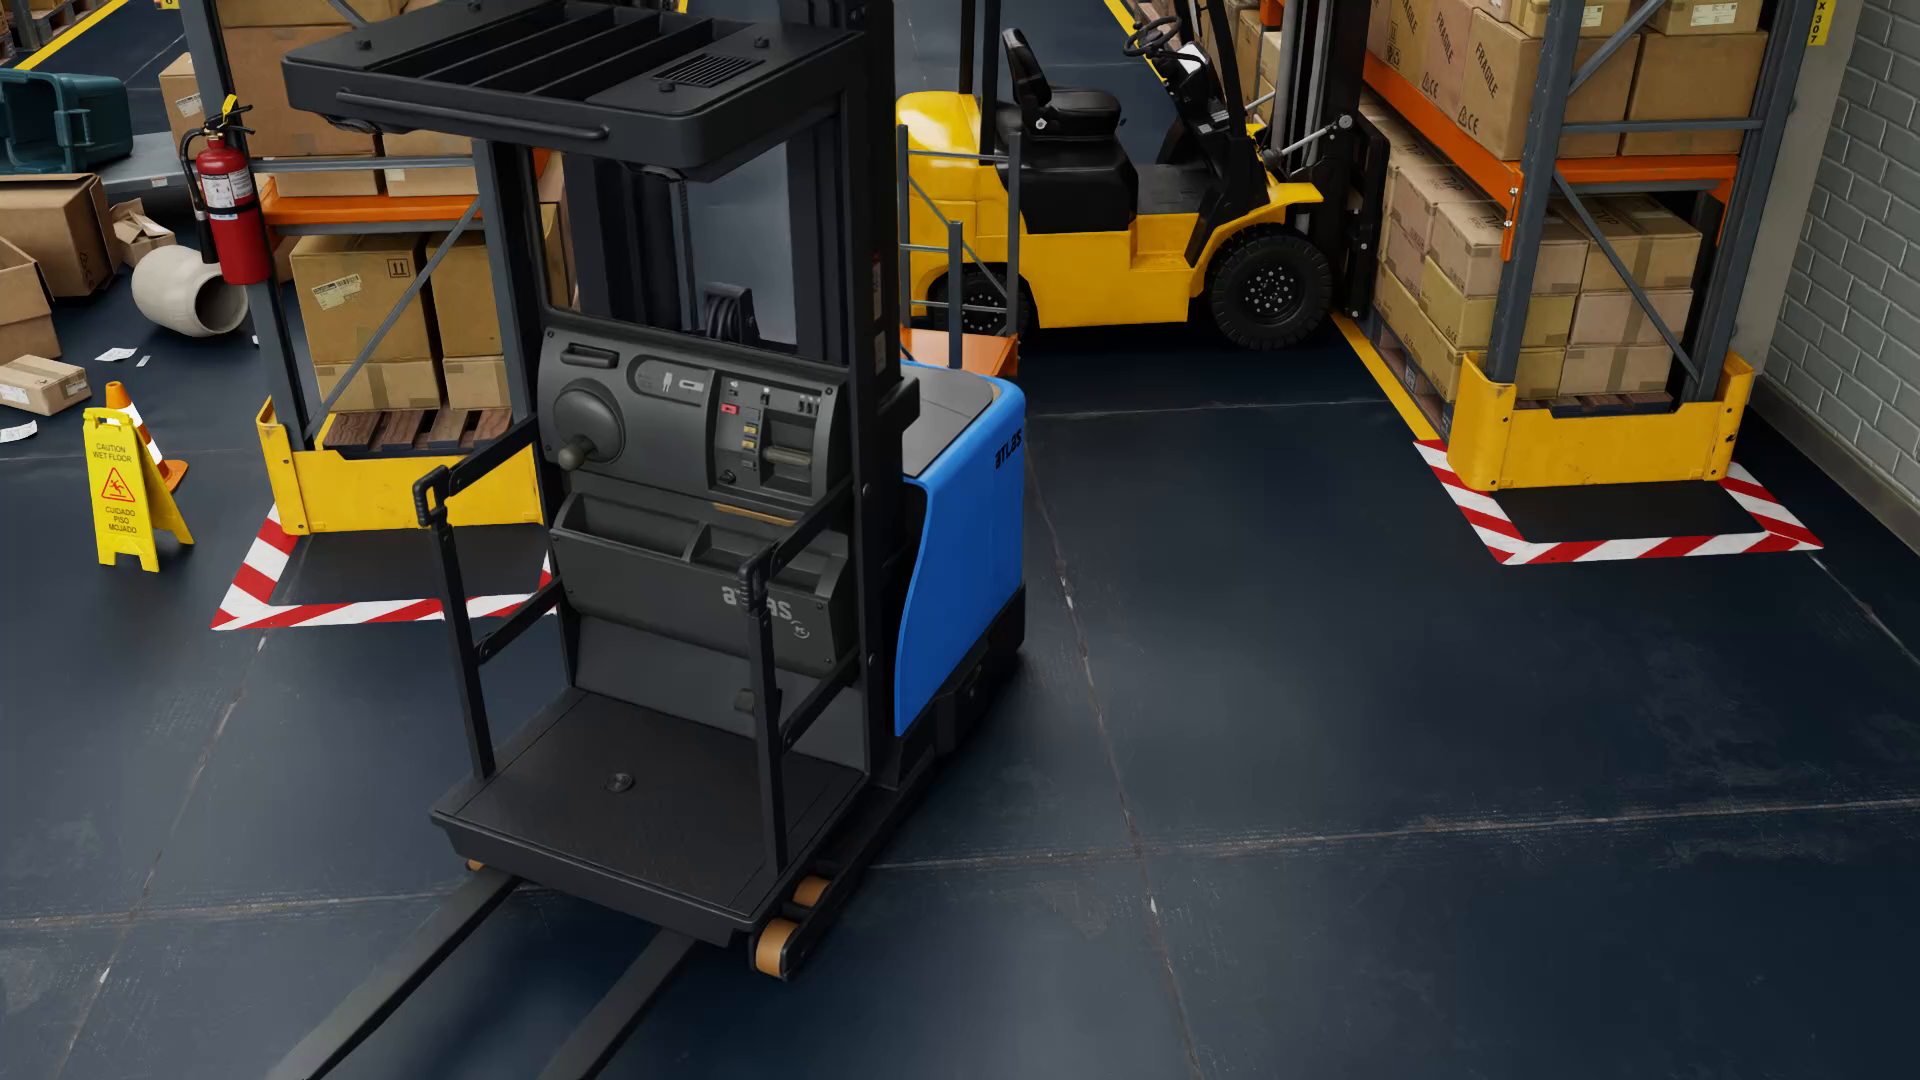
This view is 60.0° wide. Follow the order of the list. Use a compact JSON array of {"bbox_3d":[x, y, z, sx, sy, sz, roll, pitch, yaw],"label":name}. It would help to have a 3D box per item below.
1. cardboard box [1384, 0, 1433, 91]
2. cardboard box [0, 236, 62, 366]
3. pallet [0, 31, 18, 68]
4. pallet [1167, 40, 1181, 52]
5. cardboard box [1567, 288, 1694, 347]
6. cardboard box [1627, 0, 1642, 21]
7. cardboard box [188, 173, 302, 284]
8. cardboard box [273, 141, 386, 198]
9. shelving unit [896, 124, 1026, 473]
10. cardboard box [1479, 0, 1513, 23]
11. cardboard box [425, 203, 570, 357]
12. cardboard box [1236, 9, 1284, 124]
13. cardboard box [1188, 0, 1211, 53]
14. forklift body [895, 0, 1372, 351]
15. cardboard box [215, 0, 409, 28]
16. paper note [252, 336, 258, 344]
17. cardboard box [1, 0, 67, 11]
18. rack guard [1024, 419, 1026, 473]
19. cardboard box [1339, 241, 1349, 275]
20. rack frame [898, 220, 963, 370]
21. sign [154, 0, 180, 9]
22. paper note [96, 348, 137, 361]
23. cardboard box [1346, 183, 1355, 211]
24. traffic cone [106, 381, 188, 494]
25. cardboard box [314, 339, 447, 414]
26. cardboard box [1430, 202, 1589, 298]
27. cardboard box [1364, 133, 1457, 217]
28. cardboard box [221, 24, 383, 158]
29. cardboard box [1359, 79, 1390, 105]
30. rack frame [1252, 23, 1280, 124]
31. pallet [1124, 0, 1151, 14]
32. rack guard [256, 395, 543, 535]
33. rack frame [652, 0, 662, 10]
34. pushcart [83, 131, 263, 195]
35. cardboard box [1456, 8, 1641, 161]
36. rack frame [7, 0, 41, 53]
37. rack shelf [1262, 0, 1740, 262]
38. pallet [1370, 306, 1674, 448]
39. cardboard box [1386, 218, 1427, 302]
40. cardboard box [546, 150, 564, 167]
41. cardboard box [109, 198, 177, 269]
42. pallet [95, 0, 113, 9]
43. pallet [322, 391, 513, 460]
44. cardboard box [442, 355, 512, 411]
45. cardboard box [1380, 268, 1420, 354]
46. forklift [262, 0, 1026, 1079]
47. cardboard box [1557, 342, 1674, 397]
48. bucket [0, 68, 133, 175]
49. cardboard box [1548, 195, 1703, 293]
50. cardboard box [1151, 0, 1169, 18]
[{"bbox_3d":[2.342,-2.430,7.796,0.500,0.500,0.500,-3,31,-6],"label":"cardboard box"},{"bbox_3d":[-4.889,-1.086,8.077,0.637,0.503,0.797,27,40,37],"label":"cardboard box"},{"bbox_3d":[-7.873,-3.574,12.528,1.003,0.211,1.213,-3,31,-5],"label":"pallet"},{"bbox_3d":[2.138,-3.465,12.346,1.003,0.211,1.213,-3,31,-5],"label":"pallet"},{"bbox_3d":[2.900,-1.086,7.427,0.500,0.250,0.500,-2,31,-4],"label":"cardboard box"},{"bbox_3d":[2.877,-2.252,6.864,0.380,0.149,0.250,-3,31,-5],"label":"cardboard box"},{"bbox_3d":[-3.833,-1.740,9.173,0.500,0.500,0.500,20,36,29],"label":"cardboard box"},{"bbox_3d":[-2.453,-1.455,6.505,0.380,0.149,0.250,-2,31,-3],"label":"cardboard box"},{"bbox_3d":[-0.120,-0.717,6.488,0.587,1.500,1.083,7,32,11],"label":"shelving unit"},{"bbox_3d":[2.372,-2.236,6.838,0.380,0.149,0.250,-2,31,-4],"label":"cardboard box"},{"bbox_3d":[-2.008,-1.141,7.275,0.500,0.500,0.500,-4,31,-6],"label":"cardboard box"},{"bbox_3d":[2.303,-3.090,10.905,0.875,0.625,0.625,-1,31,-2],"label":"cardboard box"},{"bbox_3d":[2.166,-3.871,12.211,0.875,0.625,0.625,-4,31,-7],"label":"cardboard box"},{"bbox_3d":[0.743,-2.138,8.232,2.313,2.155,1.214,-3,31,-5],"label":"forklift body"},{"bbox_3d":[-2.470,-2.232,6.199,0.700,0.500,0.500,-3,31,-6],"label":"cardboard box"},{"bbox_3d":[-3.513,-1.028,8.442,0.142,0.019,0.148,-14,33,-22],"label":"paper note"},{"bbox_3d":[-7.683,-4.658,13.651,0.500,0.500,0.500,-4,31,-7],"label":"cardboard box"},{"bbox_3d":[-0.007,-0.429,7.224,0.587,0.250,0.087,7,32,11],"label":"rack guard"},{"bbox_3d":[2.233,-1.621,8.810,0.500,0.250,0.500,-2,31,-3],"label":"cardboard box"},{"bbox_3d":[-0.238,-0.459,6.055,0.500,1.500,0.032,7,32,11],"label":"rack frame"},{"bbox_3d":[-2.759,-1.998,5.733,0.100,0.325,0.005,-3,31,-5],"label":"sign"},{"bbox_3d":[-4.205,-0.930,8.289,0.148,0.019,0.142,8,32,13],"label":"paper note"},{"bbox_3d":[2.232,-1.844,8.697,0.500,0.250,0.500,-3,31,-5],"label":"cardboard box"},{"bbox_3d":[-3.529,-0.451,7.053,0.336,0.463,0.334,-3,31,-5],"label":"traffic cone"},{"bbox_3d":[-2.550,-0.794,7.426,0.500,0.250,0.500,-3,31,-5],"label":"cardboard box"},{"bbox_3d":[2.383,-1.271,7.249,0.500,0.250,0.500,-2,31,-3],"label":"cardboard box"},{"bbox_3d":[2.273,-1.788,8.116,0.500,0.250,0.500,-2,31,-4],"label":"cardboard box"},{"bbox_3d":[-2.530,-1.816,6.478,0.500,0.500,0.500,-3,31,-5],"label":"cardboard box"},{"bbox_3d":[2.192,-2.316,8.999,0.500,0.250,0.500,-2,31,-3],"label":"cardboard box"},{"bbox_3d":[2.363,-3.664,9.959,1.000,3.000,0.127,-3,31,-5],"label":"rack frame"},{"bbox_3d":[1.957,-4.892,14.734,1.003,0.211,1.213,-3,31,-5],"label":"pallet"},{"bbox_3d":[-2.212,-0.348,6.844,1.175,0.500,0.348,-3,31,-5],"label":"rack guard"},{"bbox_3d":[-2.952,-5.466,12.976,1.000,3.000,0.127,-3,31,-5],"label":"rack frame"},{"bbox_3d":[-4.844,-2.164,10.004,1.648,0.377,0.936,-14,33,-22],"label":"pushcart"},{"bbox_3d":[2.429,-1.903,6.914,0.500,0.500,0.500,-3,31,-6],"label":"cardboard box"},{"bbox_3d":[-7.871,-5.178,12.493,1.000,3.000,0.127,-3,31,-5],"label":"rack frame"},{"bbox_3d":[2.550,-2.334,8.434,1.077,0.370,4.000,-3,31,-5],"label":"rack shelf"},{"bbox_3d":[2.624,-0.813,7.905,1.003,0.211,1.213,-3,31,-5],"label":"pallet"},{"bbox_3d":[2.344,-1.326,7.829,0.500,0.250,0.500,-3,31,-5],"label":"cardboard box"},{"bbox_3d":[-2.100,-1.664,8.151,0.500,0.500,0.500,-2,31,-4],"label":"cardboard box"},{"bbox_3d":[-4.639,-1.732,9.390,0.396,0.266,0.258,27,40,37],"label":"cardboard box"},{"bbox_3d":[-8.054,-5.001,14.917,1.003,0.211,1.213,-3,31,-5],"label":"pallet"},{"bbox_3d":[-2.253,-0.640,7.616,1.003,0.211,1.213,-3,31,-5],"label":"pallet"},{"bbox_3d":[-2.005,-0.807,7.447,0.500,0.250,0.500,-3,31,-5],"label":"cardboard box"},{"bbox_3d":[2.341,-1.101,7.939,0.500,0.250,0.500,-3,31,-5],"label":"cardboard box"},{"bbox_3d":[-0.839,-0.280,4.360,1.130,2.935,3.031,13,33,21],"label":"forklift"},{"bbox_3d":[2.886,-0.882,7.573,0.500,0.250,0.500,-3,31,-4],"label":"cardboard box"},{"bbox_3d":[-5.189,-2.424,9.592,0.726,0.611,0.620,8,22,13],"label":"bucket"},{"bbox_3d":[2.880,-1.305,7.307,0.500,0.250,0.500,-3,31,-5],"label":"cardboard box"},{"bbox_3d":[2.034,-4.548,13.345,0.875,0.625,0.625,-2,31,-3],"label":"cardboard box"}]
